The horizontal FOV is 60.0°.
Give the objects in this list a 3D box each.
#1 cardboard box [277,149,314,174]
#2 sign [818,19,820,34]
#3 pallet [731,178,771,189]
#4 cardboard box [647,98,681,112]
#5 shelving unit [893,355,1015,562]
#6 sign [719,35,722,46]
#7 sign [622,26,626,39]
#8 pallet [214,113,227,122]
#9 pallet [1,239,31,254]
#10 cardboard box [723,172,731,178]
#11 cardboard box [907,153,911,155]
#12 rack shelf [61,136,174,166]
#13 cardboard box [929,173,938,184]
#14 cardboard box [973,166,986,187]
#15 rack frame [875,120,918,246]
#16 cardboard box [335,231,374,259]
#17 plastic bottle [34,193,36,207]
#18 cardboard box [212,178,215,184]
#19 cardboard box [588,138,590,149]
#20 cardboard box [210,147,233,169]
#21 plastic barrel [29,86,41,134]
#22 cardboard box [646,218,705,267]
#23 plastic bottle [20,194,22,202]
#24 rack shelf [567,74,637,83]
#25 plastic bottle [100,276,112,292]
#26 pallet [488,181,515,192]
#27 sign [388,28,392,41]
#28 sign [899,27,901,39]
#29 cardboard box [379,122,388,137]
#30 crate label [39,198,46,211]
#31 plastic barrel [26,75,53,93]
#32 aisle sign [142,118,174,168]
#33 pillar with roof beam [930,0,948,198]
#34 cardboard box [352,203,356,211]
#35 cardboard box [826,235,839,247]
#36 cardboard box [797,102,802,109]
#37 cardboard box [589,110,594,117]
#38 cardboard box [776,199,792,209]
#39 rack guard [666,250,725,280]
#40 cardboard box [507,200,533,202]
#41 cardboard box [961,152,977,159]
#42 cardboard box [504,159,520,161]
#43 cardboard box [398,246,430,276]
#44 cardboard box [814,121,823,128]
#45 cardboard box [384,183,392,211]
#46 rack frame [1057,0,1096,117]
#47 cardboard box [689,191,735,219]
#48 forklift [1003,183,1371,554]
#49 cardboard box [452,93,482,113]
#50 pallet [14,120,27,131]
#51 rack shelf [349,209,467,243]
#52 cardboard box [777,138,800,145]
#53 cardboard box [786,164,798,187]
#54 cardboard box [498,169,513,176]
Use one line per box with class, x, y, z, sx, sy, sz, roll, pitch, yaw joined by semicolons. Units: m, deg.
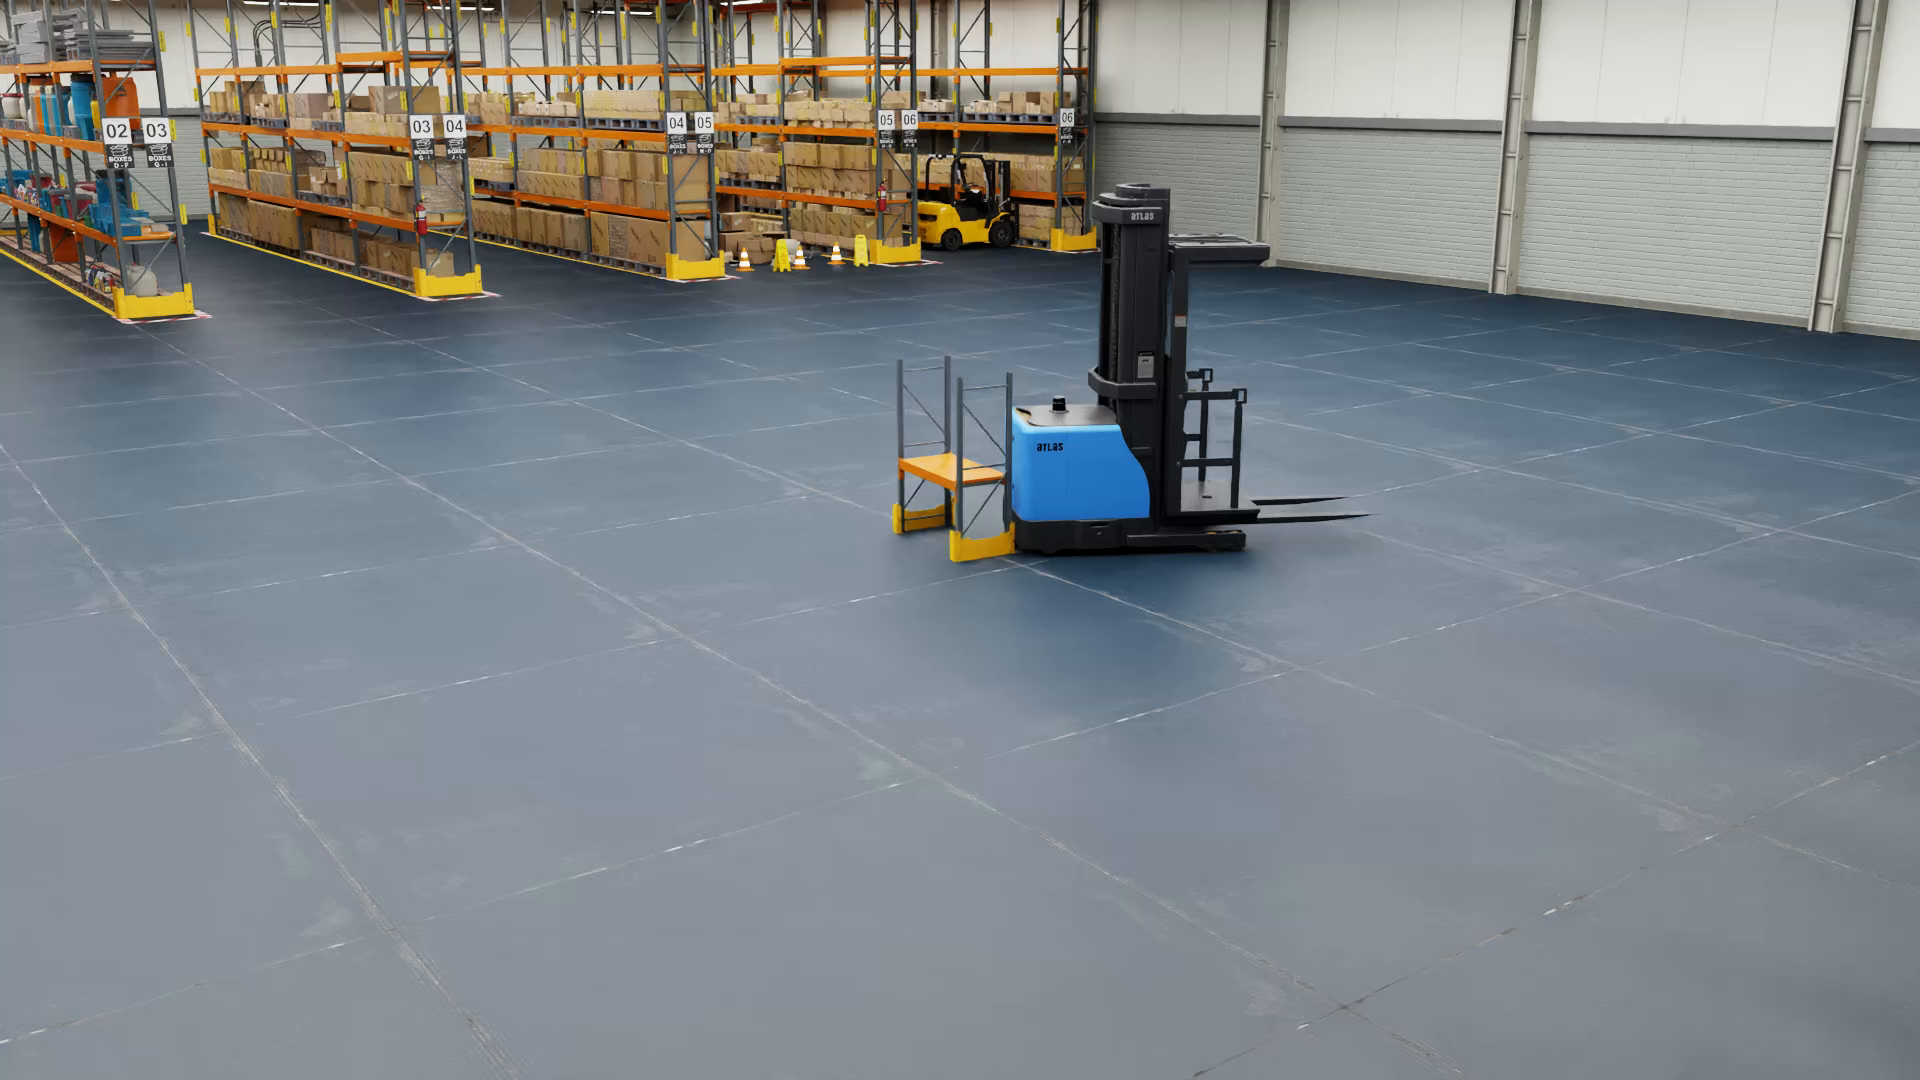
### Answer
cardboard box;-14.878;-8.510;37.398;0.797;0.503;0.637;-10;18;-33
sign;-3.263;-11.827;38.321;0.100;0.325;0.005;-11;19;-35
pallet;-4.867;-8.709;40.579;1.003;0.211;1.213;-11;19;-35
cardboard box;-5.819;-8.550;32.686;0.500;0.250;0.500;-11;19;-34
shelving unit;-0.059;-0.705;13.810;0.587;1.500;1.083;-9;17;-28
sign;-7.194;-14.996;49.900;0.100;0.325;0.005;-11;19;-35
sign;-8.879;-13.412;43.963;0.100;0.325;0.005;-11;19;-35
pallet;-17.618;-10.375;40.786;1.003;0.211;1.213;-11;19;-35
pallet;-21.624;-6.832;38.639;1.003;0.211;1.213;-11;19;-35
cardboard box;-5.616;-9.008;40.988;0.380;0.149;0.250;-11;19;-34
cardboard box;-1.349;-10.209;44.277;0.380;0.149;0.250;-11;19;-35
rack shelf;-14.559;-6.730;28.663;1.077;0.370;4.000;-11;19;-35
cardboard box;-0.508;-9.237;42.425;0.500;0.250;0.500;-11;19;-35
cardboard box;0.670;-8.940;40.867;0.500;0.500;0.500;-10;18;-34
rack frame;-1.360;-7.510;35.833;1.000;3.000;0.127;-11;19;-35
cardboard box;-12.666;-6.191;34.916;0.700;0.500;0.500;-13;20;-39
plastic bottle;-18.973;-6.988;34.168;0.097;0.271;0.097;0;15;0
cardboard box;-18.690;-9.086;42.066;0.380;0.149;0.250;-11;19;-35
cardboard box;-10.407;-11.201;47.236;0.500;0.500;0.500;-11;19;-36
cardboard box;-18.426;-9.570;41.660;0.500;0.500;0.500;-11;19;-36
plastic barrel;-17.779;-8.391;32.419;0.600;0.901;0.600;0;15;0
cardboard box;-5.757;-6.032;33.663;0.875;0.875;0.875;-11;19;-34
plastic bottle;-20.099;-7.363;35.672;0.097;0.201;0.097;0;15;0
rack shelf;-9.592;-12.853;46.111;1.077;0.370;4.000;-11;19;-35
plastic bottle;-14.943;-4.484;29.102;0.152;0.276;0.135;-11;19;-34
pallet;-10.514;-8.471;39.709;1.213;0.211;1.003;-11;19;-35
sign;-15.152;-13.435;44.196;0.100;0.325;0.005;-11;19;-35
sign;-1.605;-13.497;44.274;0.100;0.325;0.005;-11;19;-35
cardboard box;-10.456;-7.627;30.861;0.500;0.250;0.500;-10;18;-33
crate label;-18.142;-6.682;33.126;0.303;0.233;0.416;-11;19;-35
plastic barrel;-19.311;-9.316;35.004;0.600;0.901;0.708;-11;19;-35
aisle sign;-13.104;-6.487;27.171;0.394;0.787;0.004;-11;19;-35
pillar with roof beam;-4.038;-12.076;41.153;9.100;9.000;0.400;-11;19;-35
cardboard box;-11.845;-6.612;33.028;0.380;0.149;0.250;-11;19;-35
cardboard box;-2.664;-6.740;37.432;0.500;0.250;0.500;-12;19;-37
cardboard box;-3.467;-9.848;37.657;0.380;0.149;0.250;-12;19;-36
cardboard box;-7.564;-8.965;34.958;0.380;0.149;0.250;-11;19;-34
cardboard box;-5.178;-9.877;48.865;0.396;0.266;0.258;-10;18;-33
rack guard;-5.291;-5.509;33.258;1.175;0.500;0.348;-11;19;-35
cardboard box;-10.797;-8.188;40.828;0.500;0.250;0.500;-11;19;-34
cardboard box;0.248;-9.526;41.217;0.380;0.149;0.250;-10;18;-33
cardboard box;-10.898;-9.206;40.582;0.380;0.149;0.250;-10;18;-33
cardboard box;-10.462;-5.364;31.930;0.500;0.500;0.500;-9;18;-29
cardboard box;-3.040;-9.296;37.153;0.380;0.149;0.250;-11;19;-36
cardboard box;-10.328;-6.487;31.342;0.875;0.500;0.500;-11;19;-35
rack frame;2.652;-11.175;37.859;1.000;3.000;0.127;-11;19;-35
cardboard box;-6.403;-8.556;42.885;0.875;0.875;0.875;-11;19;-35
forklift;1.927;-1.450;13.820;3.031;2.935;1.130;-2;15;-7
cardboard box;-12.227;-10.882;41.486;0.700;0.500;0.500;-11;19;-34
pallet;-19.229;-8.727;34.956;1.003;0.211;1.213;-11;19;-35
rack shelf;-10.552;-6.052;31.868;1.077;0.370;4.000;-11;19;-35
cardboard box;-5.064;-11.636;49.207;0.500;0.500;0.500;-11;19;-36
cardboard box;-3.679;-8.419;38.400;0.500;0.500;0.500;-11;19;-35
cardboard box;-10.668;-8.688;39.254;0.380;0.149;0.250;-10;18;-33
